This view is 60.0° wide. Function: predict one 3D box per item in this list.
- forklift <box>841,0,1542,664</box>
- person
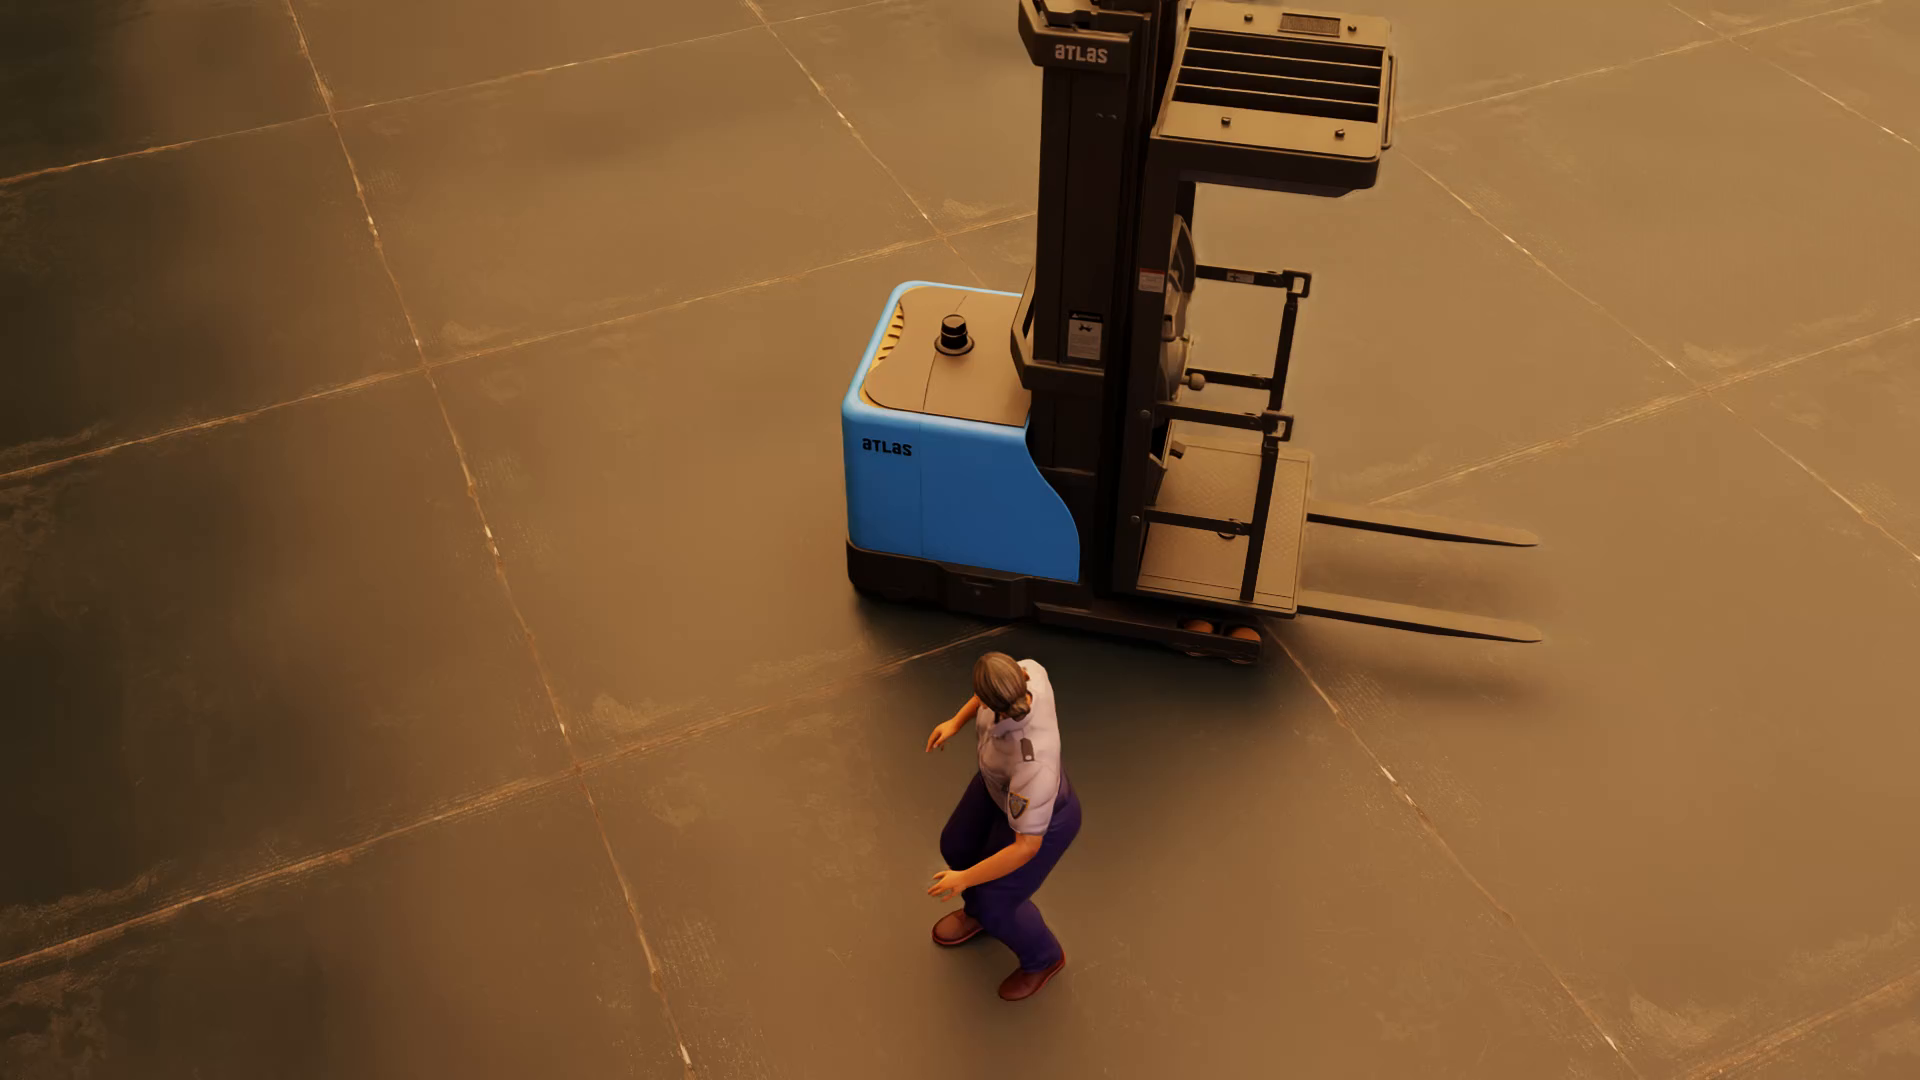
[{"bbox_3d":[1.064,-0.931,6.678,3.031,2.935,1.130,9,44,9],"label":"forklift"},{"bbox_3d":[0.119,0.956,5.676,0.603,1.609,0.719,-11,44,-11],"label":"person"}]
